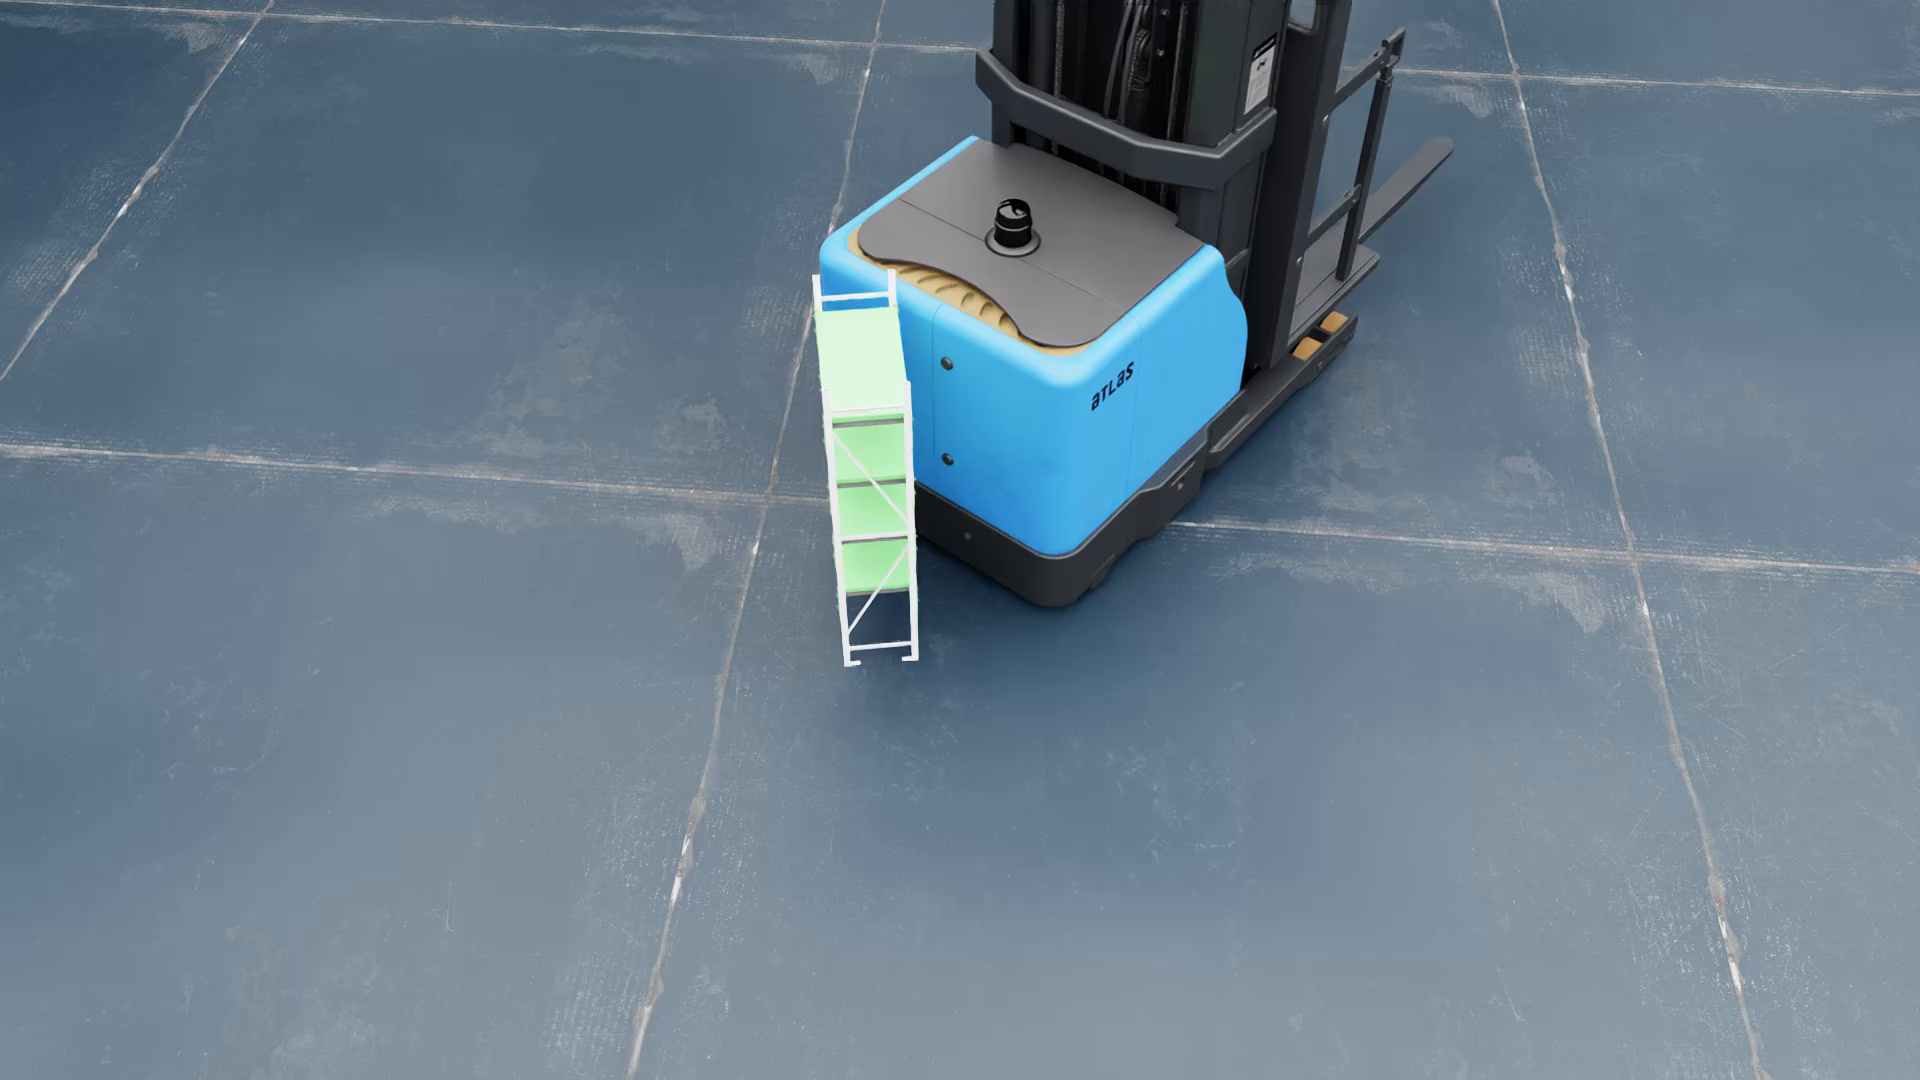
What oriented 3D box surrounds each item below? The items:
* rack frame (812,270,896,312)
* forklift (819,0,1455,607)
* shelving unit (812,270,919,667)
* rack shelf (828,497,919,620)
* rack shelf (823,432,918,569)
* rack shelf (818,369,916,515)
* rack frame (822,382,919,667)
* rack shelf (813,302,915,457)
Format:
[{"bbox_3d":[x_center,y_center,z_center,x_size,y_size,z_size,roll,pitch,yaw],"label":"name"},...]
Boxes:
[{"bbox_3d":[-0.308,-0.368,5.273,0.240,1.200,0.015,-5,48,-4],"label":"rack frame"},{"bbox_3d":[0.866,-1.798,5.409,1.130,2.935,3.031,31,55,25],"label":"forklift"},{"bbox_3d":[-0.281,-0.189,5.110,0.258,1.200,0.503,-5,48,-4],"label":"shelving unit"},{"bbox_3d":[-0.281,0.016,5.334,0.258,0.148,0.480,-5,48,-4],"label":"rack shelf"},{"bbox_3d":[-0.281,-0.146,5.157,0.258,0.148,0.480,-5,48,-4],"label":"rack shelf"},{"bbox_3d":[-0.281,-0.308,4.980,0.258,0.148,0.480,-5,48,-4],"label":"rack shelf"},{"bbox_3d":[-0.255,-0.010,4.946,0.240,1.200,0.015,-5,48,-4],"label":"rack frame"},{"bbox_3d":[-0.281,-0.470,4.803,0.258,0.148,0.480,-5,48,-4],"label":"rack shelf"}]
